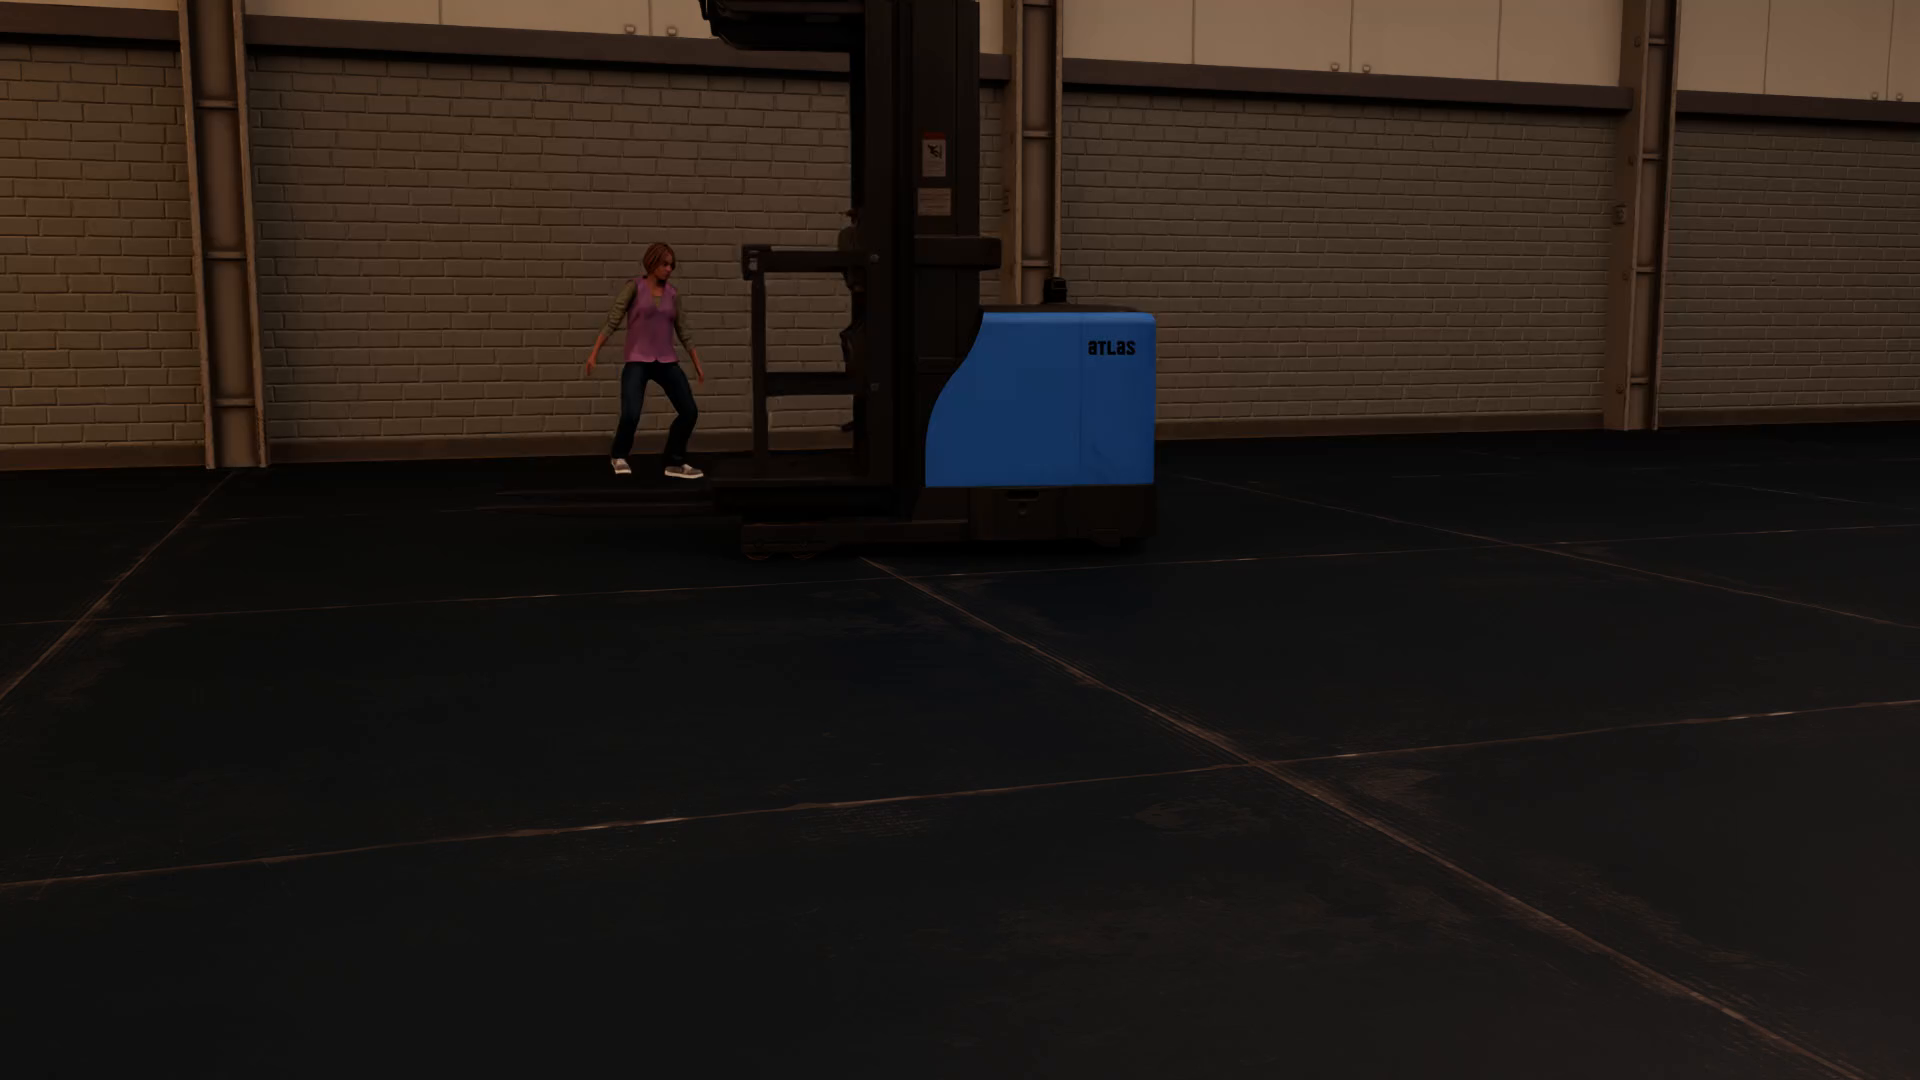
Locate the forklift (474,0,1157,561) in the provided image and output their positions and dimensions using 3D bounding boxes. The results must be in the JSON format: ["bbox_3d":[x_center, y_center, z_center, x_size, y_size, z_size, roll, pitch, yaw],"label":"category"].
[{"bbox_3d":[-0.666,-1.437,7.615,3.031,2.935,1.130,-1,8,-7],"label":"forklift"}]

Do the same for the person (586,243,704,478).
[{"bbox_3d":[-2.022,-1.135,10.692,0.744,1.515,0.449,-4,9,-26],"label":"person"}]
